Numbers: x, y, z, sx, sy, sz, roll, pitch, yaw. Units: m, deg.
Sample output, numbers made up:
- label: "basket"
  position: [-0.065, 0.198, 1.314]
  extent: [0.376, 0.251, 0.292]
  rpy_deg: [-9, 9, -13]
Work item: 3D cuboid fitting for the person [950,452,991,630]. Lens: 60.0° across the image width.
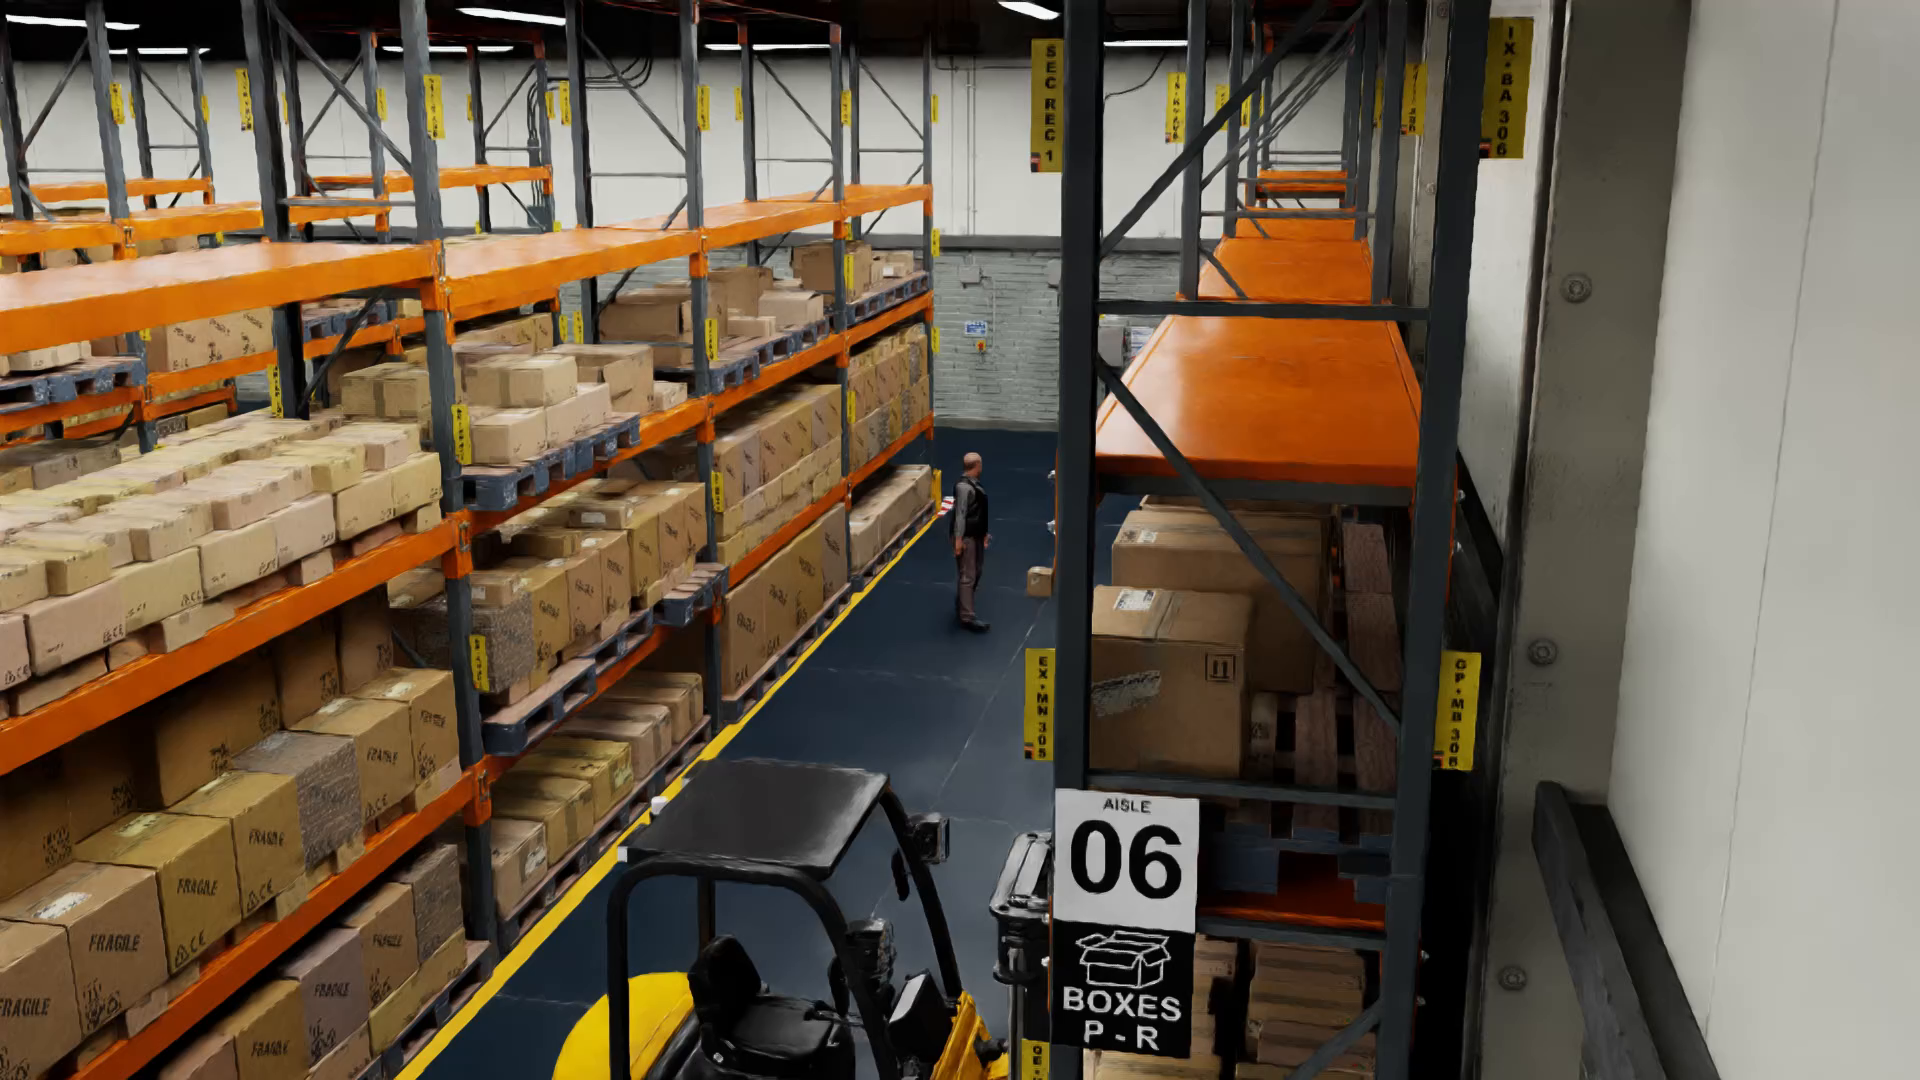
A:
- label: "person"
  position: [0.134, -0.007, 16.580]
  extent: [0.551, 1.714, 0.661]
  rpy_deg: [6, 16, 20]
